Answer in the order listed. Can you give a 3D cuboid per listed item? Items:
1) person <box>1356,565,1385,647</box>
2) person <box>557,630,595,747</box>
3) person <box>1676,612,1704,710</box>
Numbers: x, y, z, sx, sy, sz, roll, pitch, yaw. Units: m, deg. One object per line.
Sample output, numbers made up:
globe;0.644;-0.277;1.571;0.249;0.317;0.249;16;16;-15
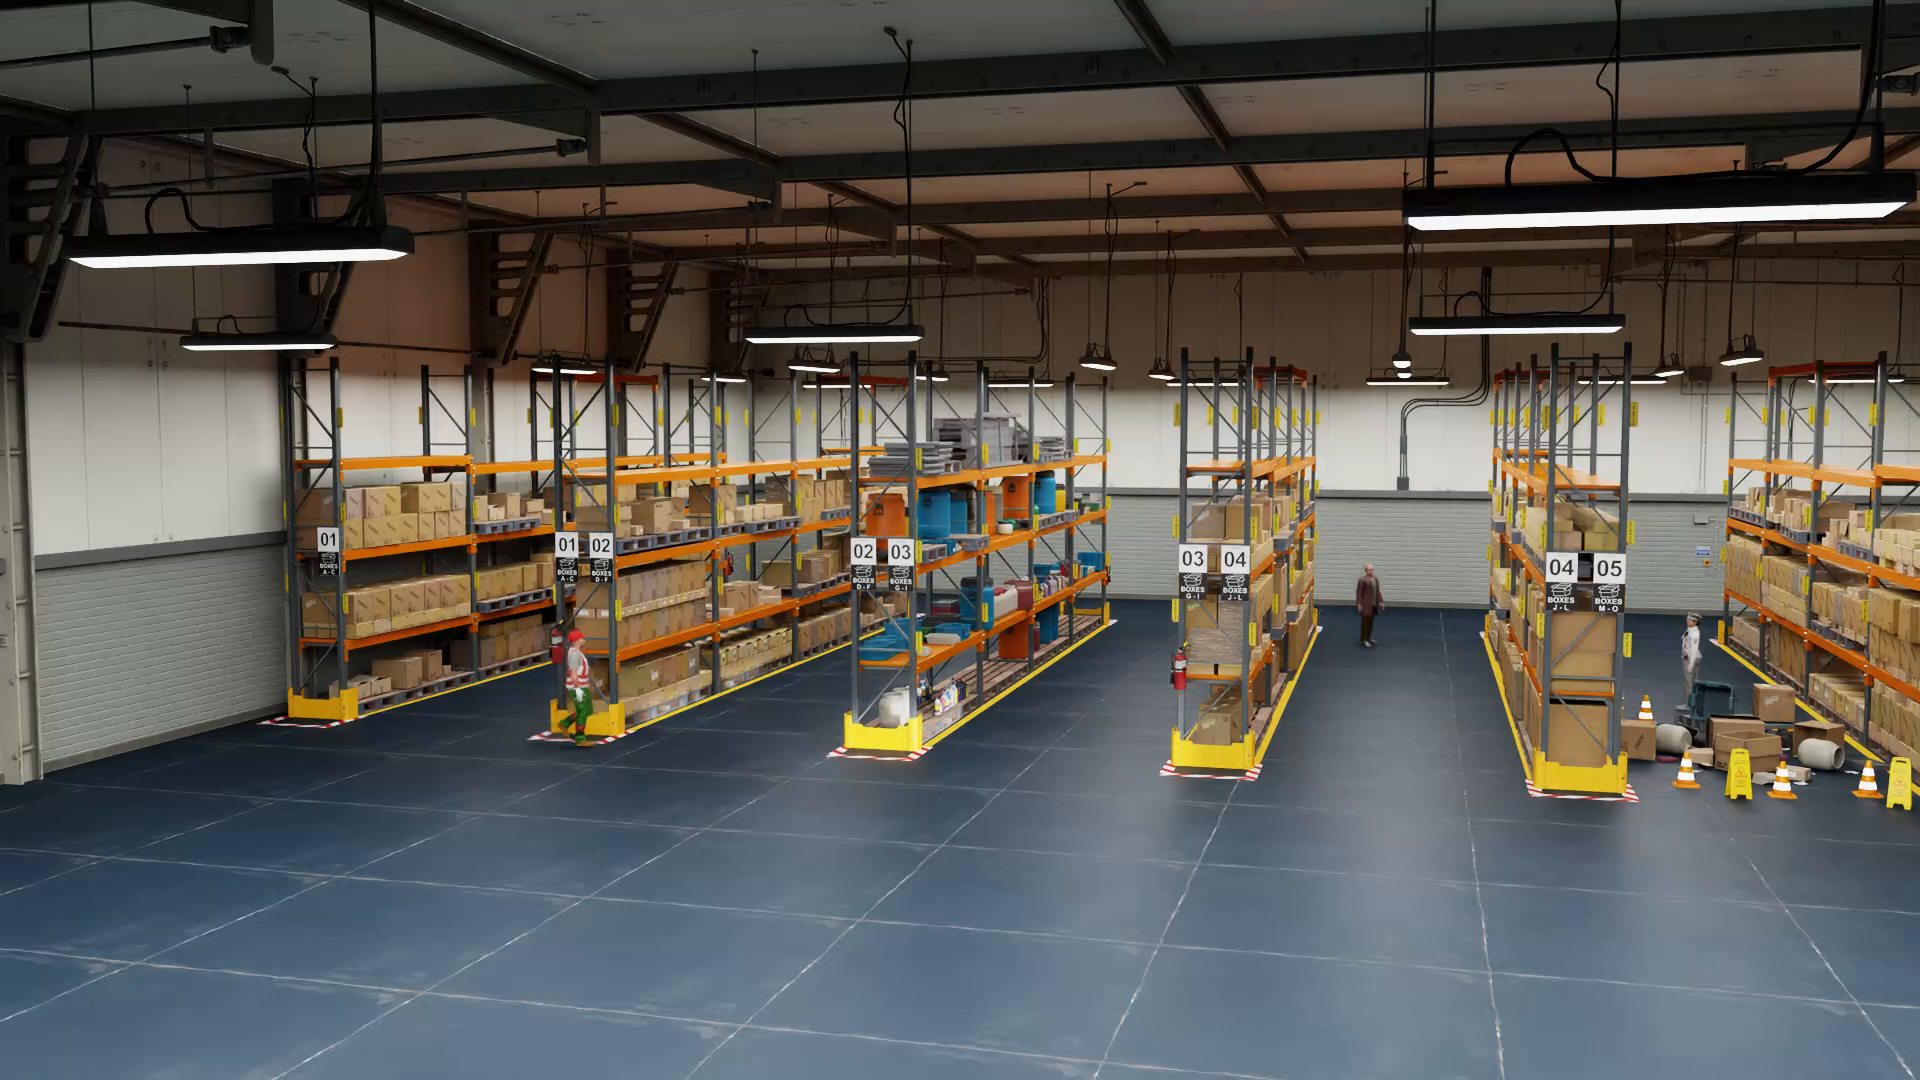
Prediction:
person;8.994;1.439;36.595;0.658;1.810;0.472;-3;5;-34
person;-5.857;2.251;25.255;0.660;1.773;0.604;1;4;9
person;12.547;2.075;28.509;0.389;1.696;0.514;4;6;43
